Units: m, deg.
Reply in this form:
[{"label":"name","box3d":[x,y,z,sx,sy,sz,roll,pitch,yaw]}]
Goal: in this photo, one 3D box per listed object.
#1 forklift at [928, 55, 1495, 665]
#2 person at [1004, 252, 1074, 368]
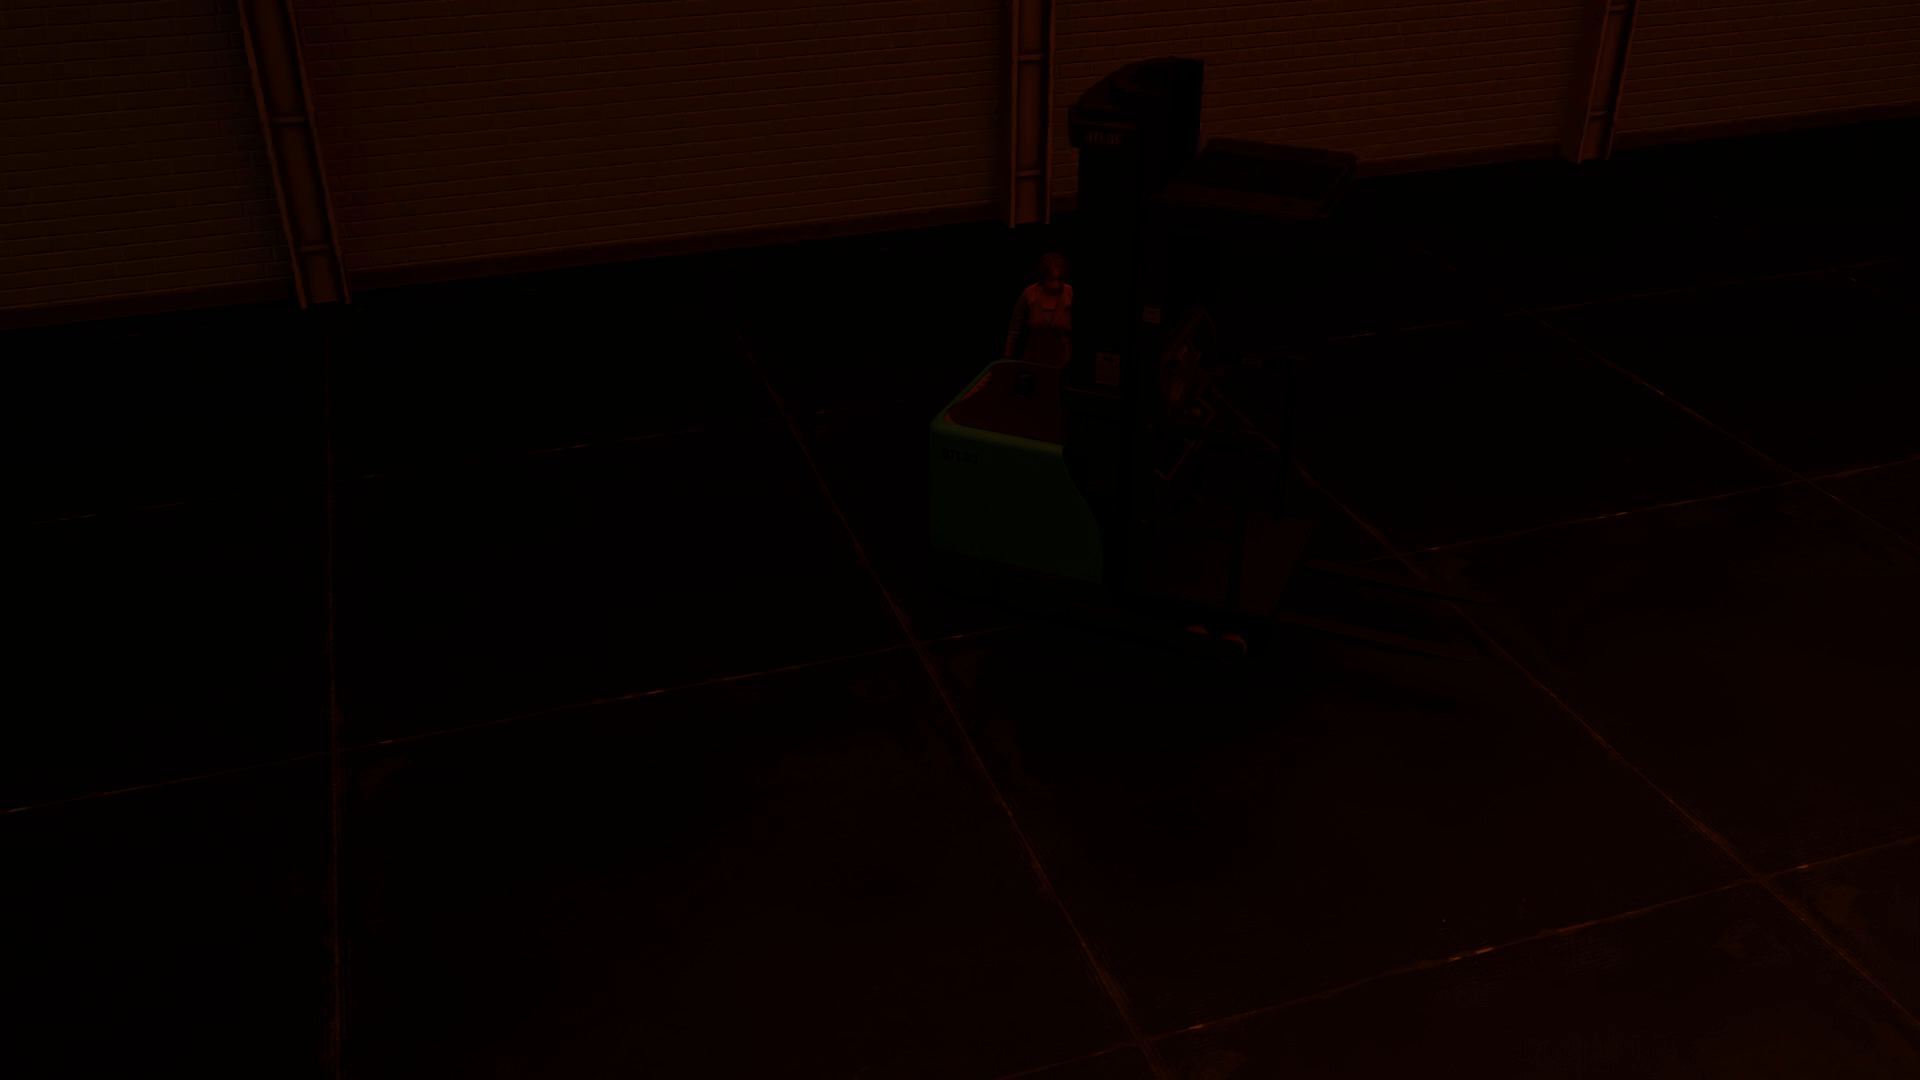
[{"label":"forklift","box3d":[1.382,-0.907,8.664,3.031,2.935,1.130,12,32,20]},{"label":"person","box3d":[0.573,-1.030,10.246,0.641,1.571,0.363,2,30,4]}]
